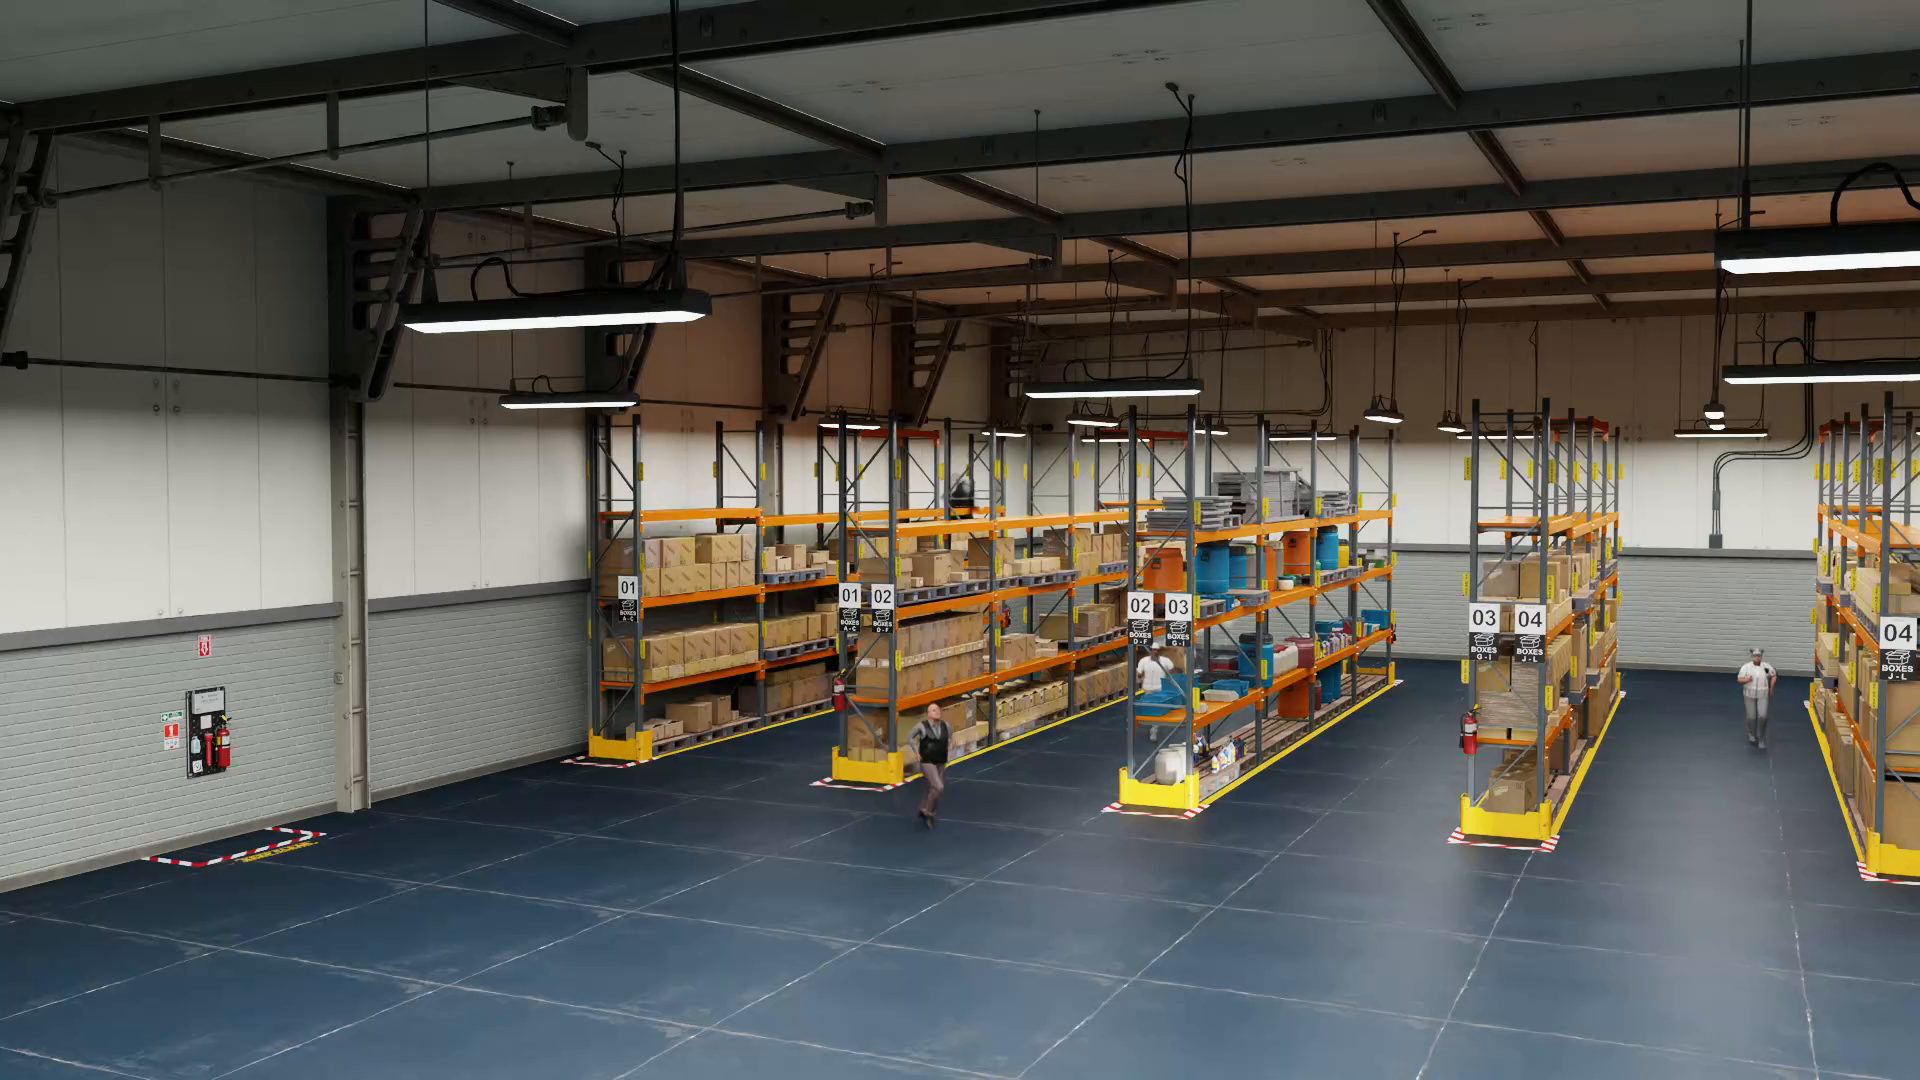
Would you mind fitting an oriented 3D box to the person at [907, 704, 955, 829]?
[{"bbox_3d":[-0.386,3.194,23.466,0.549,1.768,0.742,-2,3,-35],"label":"person"}]

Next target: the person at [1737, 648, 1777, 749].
[{"bbox_3d":[14.493,2.876,30.253,0.640,1.845,0.755,1,3,26],"label":"person"}]

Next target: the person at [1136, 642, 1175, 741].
[{"bbox_3d":[3.628,2.810,31.169,0.688,1.788,0.891,1,2,20],"label":"person"}]
